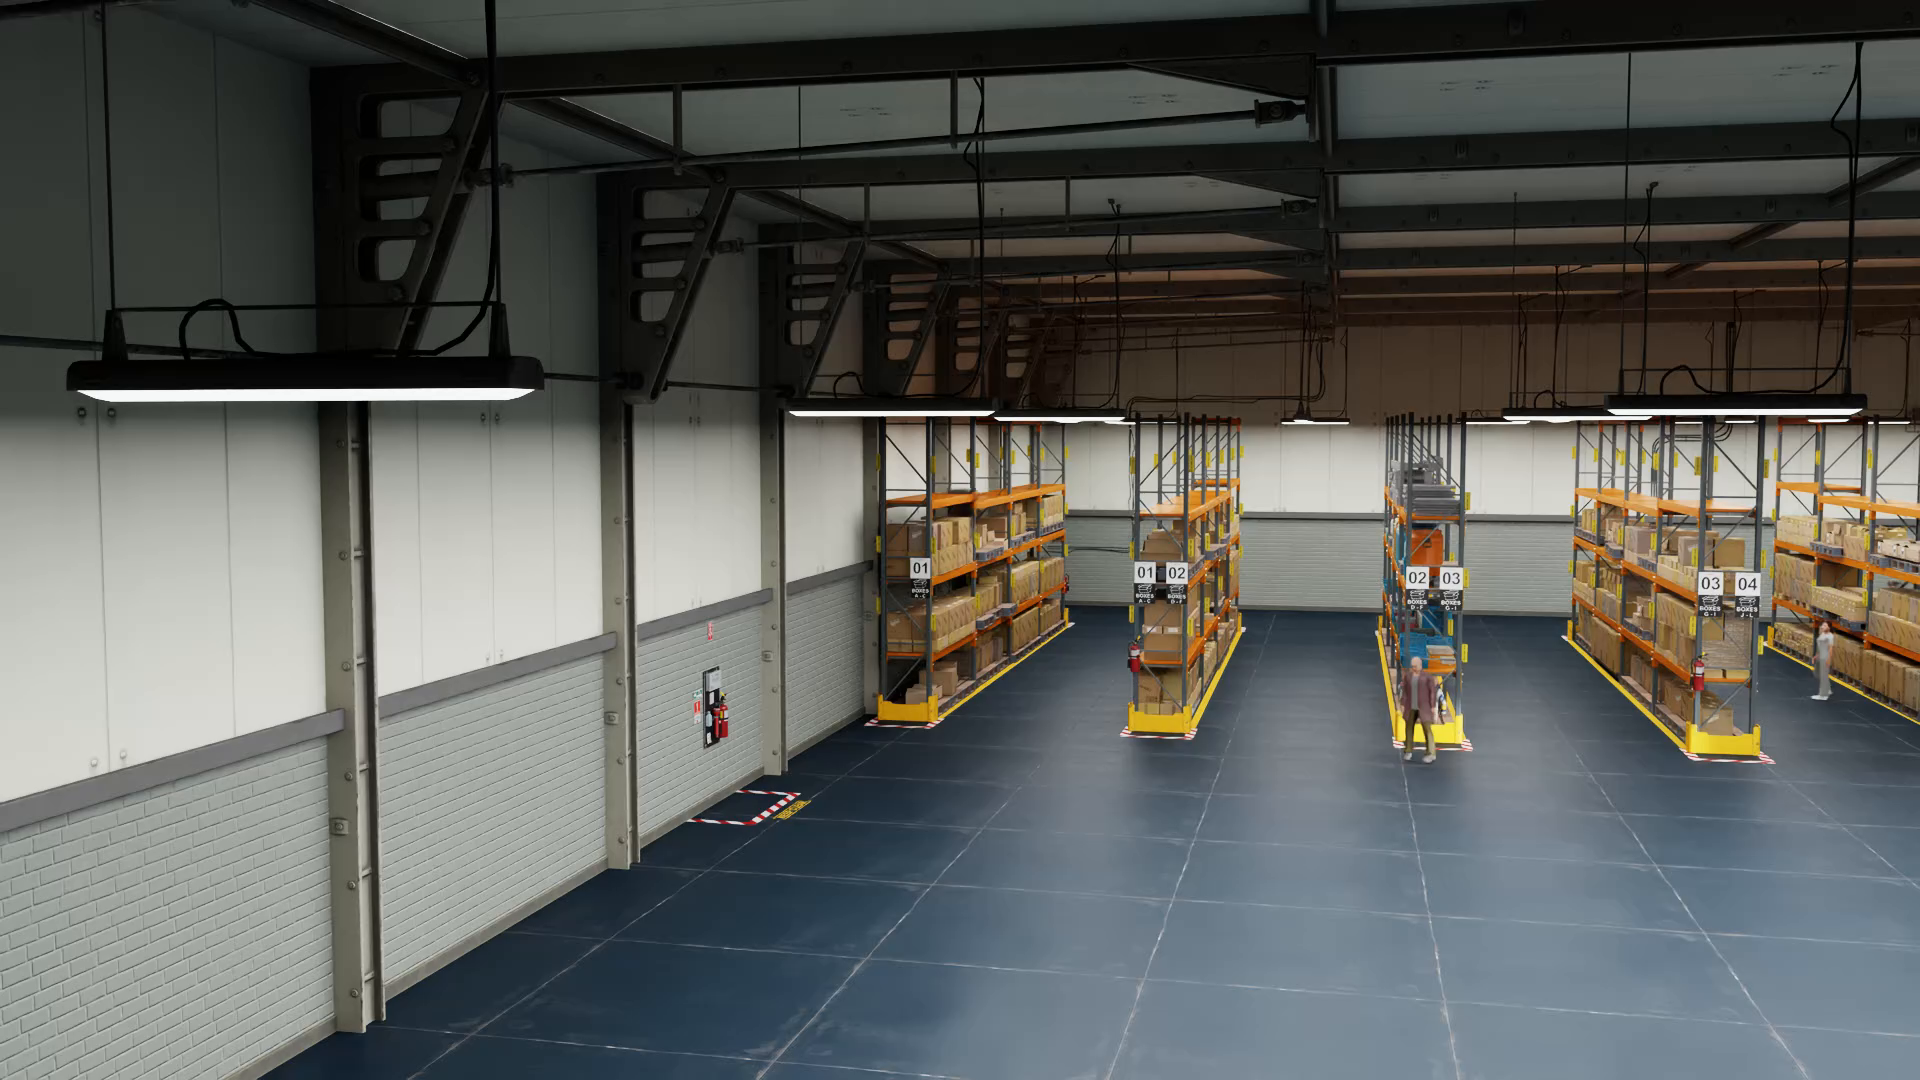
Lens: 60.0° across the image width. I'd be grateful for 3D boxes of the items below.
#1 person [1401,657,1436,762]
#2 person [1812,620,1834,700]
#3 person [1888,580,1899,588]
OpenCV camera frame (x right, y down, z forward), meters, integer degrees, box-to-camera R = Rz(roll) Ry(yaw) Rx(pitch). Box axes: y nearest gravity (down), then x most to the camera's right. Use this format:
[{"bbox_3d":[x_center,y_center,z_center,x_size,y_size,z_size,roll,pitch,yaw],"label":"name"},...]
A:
[{"bbox_3d":[7.847,2.896,28.571,0.632,1.774,0.440,3,5,38],"label":"person"},{"bbox_3d":[18.150,2.519,34.973,0.406,1.683,0.505,1,4,17],"label":"person"},{"bbox_3d":[24.872,1.887,44.273,0.818,1.640,0.527,1,4,8],"label":"person"}]
